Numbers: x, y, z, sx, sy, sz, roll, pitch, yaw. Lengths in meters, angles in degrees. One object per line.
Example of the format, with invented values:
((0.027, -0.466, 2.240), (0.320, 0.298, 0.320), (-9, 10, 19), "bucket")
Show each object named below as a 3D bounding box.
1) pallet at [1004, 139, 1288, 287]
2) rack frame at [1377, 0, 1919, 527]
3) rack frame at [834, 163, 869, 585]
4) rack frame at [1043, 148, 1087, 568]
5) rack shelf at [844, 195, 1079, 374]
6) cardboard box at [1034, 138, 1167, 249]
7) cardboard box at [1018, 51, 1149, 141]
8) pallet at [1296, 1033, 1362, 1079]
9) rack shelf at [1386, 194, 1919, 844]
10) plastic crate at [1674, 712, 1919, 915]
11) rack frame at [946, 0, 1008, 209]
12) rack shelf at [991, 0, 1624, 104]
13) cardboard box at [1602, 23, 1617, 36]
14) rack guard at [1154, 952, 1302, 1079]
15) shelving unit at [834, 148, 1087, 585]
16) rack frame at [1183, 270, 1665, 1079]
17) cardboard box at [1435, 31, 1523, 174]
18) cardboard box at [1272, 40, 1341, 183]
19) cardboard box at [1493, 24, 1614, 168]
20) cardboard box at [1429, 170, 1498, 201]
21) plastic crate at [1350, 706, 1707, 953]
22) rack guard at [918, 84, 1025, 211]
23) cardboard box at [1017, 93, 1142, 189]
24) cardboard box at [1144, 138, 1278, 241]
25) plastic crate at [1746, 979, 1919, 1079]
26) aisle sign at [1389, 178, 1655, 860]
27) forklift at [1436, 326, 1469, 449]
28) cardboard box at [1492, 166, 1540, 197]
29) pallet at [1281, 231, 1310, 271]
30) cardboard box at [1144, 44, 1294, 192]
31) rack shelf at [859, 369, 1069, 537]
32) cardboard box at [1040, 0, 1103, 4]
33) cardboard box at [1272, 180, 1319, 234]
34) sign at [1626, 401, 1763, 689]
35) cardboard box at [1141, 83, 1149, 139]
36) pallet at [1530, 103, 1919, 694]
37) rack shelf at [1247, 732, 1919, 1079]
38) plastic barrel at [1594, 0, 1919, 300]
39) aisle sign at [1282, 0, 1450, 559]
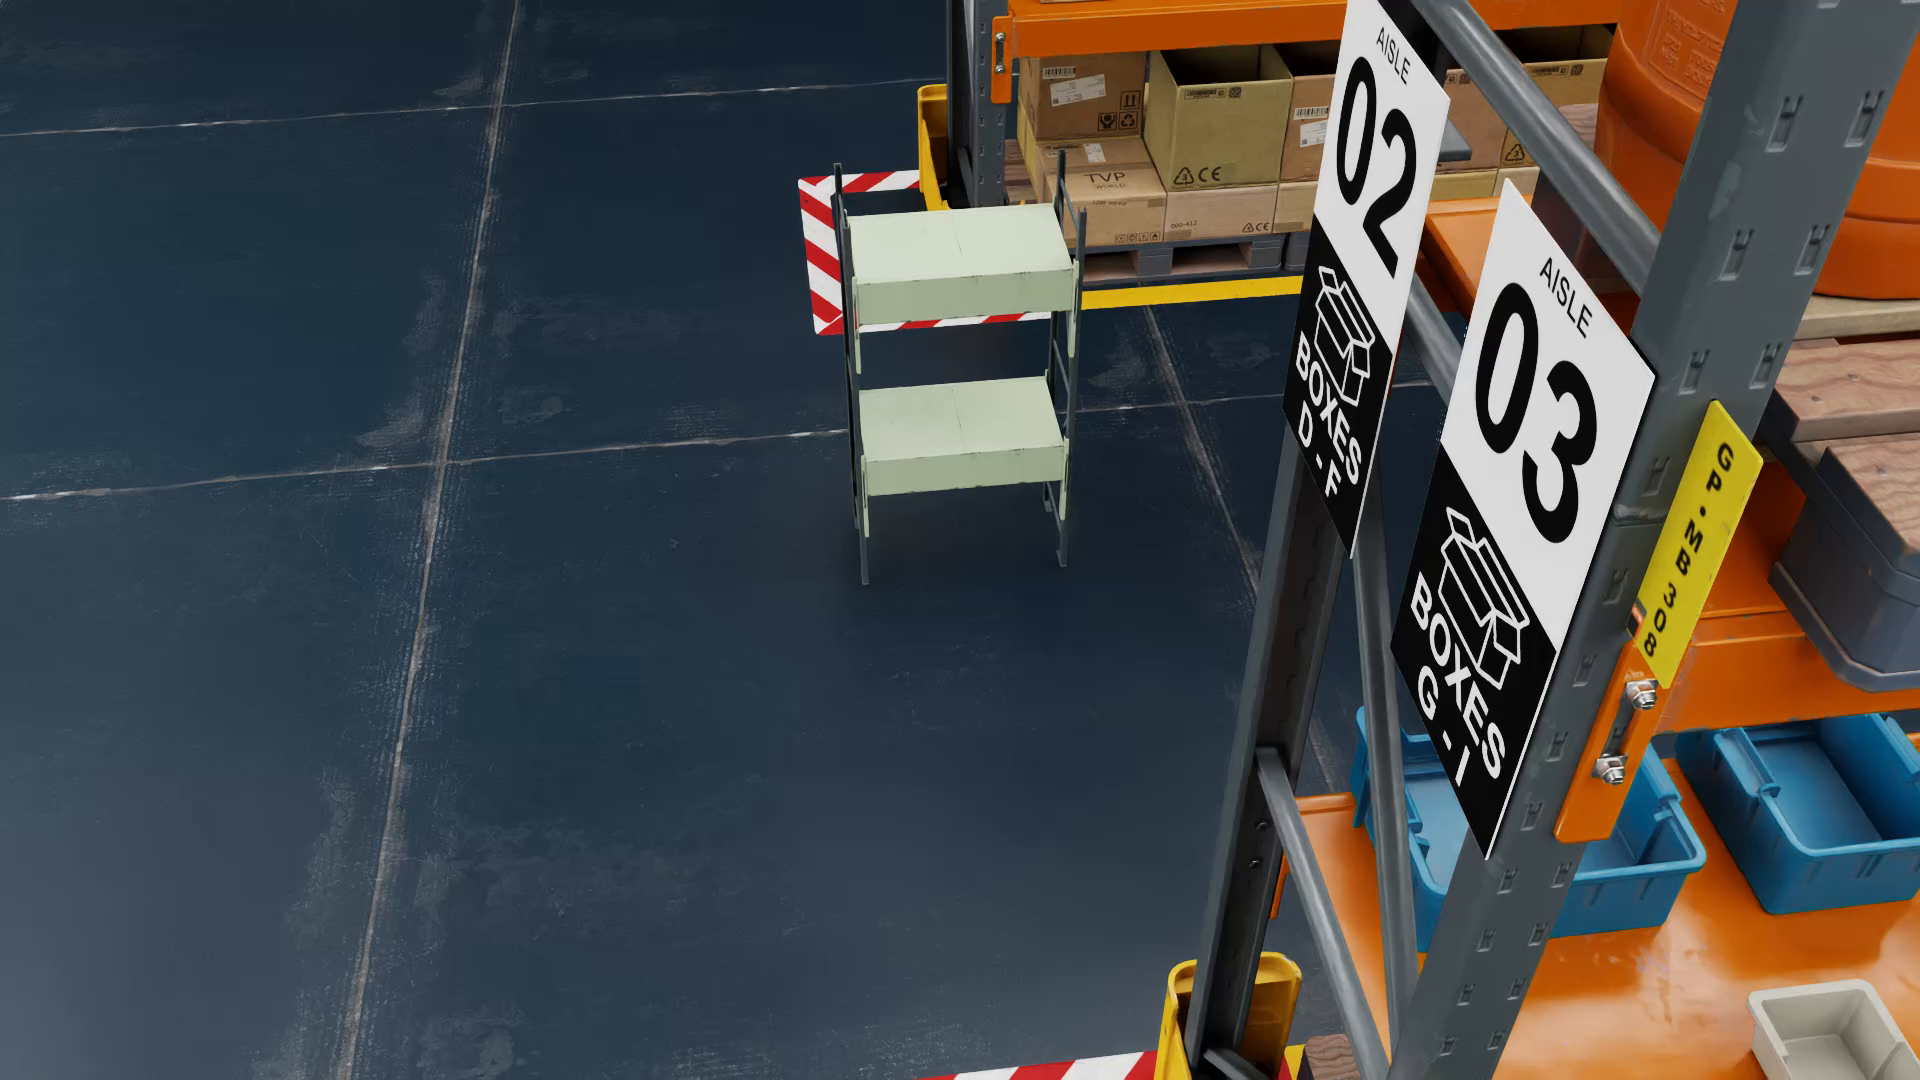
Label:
((0.815, -1.586, 7.851), (1.213, 0.211, 1.003), (-5, 42, -6), "pallet")
((0.701, -1.465, 1.155), (0.127, 3.000, 1.000), (-5, 42, -6), "rack frame")
((-0.370, -0.525, 5.712), (0.023, 1.500, 0.400), (-5, 42, -6), "rack frame")
((0.356, -0.588, 5.782), (0.023, 1.500, 0.400), (-5, 42, -6), "rack frame")
((-0.007, -0.846, 5.486), (0.720, 0.370, 0.431), (-5, 42, -6), "rack shelf")
((0.623, -1.561, 7.480), (0.500, 0.250, 0.500), (-5, 42, -6), "cardboard box")
((0.556, -2.185, 7.612), (0.500, 0.500, 0.500), (-5, 42, -6), "cardboard box")
((1.577, 1.693, 4.215), (1.213, 0.211, 1.003), (-5, 42, -6), "pallet")
((2.684, -0.258, 2.594), (4.000, 0.370, 1.077), (-5, 42, -6), "rack shelf")
((1.803, 0.523, 3.541), (0.408, 0.251, 0.499), (-5, 42, -6), "plastic crate")
((0.063, -2.527, 6.812), (0.127, 3.000, 1.000), (-5, 42, -6), "rack frame")
((2.046, -2.434, 7.246), (4.000, 0.370, 1.077), (-5, 42, -6), "rack shelf")
((3.100, -2.067, 7.481), (0.500, 0.500, 0.500), (-5, 42, -6), "cardboard box")
((0.770, 1.653, 4.044), (0.348, 0.500, 1.175), (-5, 42, -6), "rack guard")
((-0.007, -0.556, 5.747), (0.755, 1.500, 0.431), (-5, 42, -6), "shelving unit")
((0.701, 0.763, 3.165), (0.127, 3.000, 1.000), (-5, 42, -6), "rack frame")
((2.111, -1.968, 7.372), (0.500, 0.500, 0.500), (-5, 42, -6), "cardboard box")
((1.613, -1.936, 7.336), (0.500, 0.500, 0.500), (-5, 42, -6), "cardboard box")
((2.605, -2.021, 7.430), (0.500, 0.500, 0.500), (-5, 42, -6), "cardboard box")
((2.111, -1.690, 7.624), (0.500, 0.250, 0.500), (-5, 42, -6), "cardboard box")
((1.159, 0.576, 3.483), (0.616, 0.251, 0.499), (-5, 42, -6), "plastic crate")
((0.039, -1.597, 7.647), (0.348, 0.500, 1.175), (-5, 42, -6), "rack guard")
((0.556, -1.905, 7.862), (0.500, 0.250, 0.500), (-5, 42, -6), "cardboard box")
((1.119, -1.607, 7.531), (0.500, 0.250, 0.500), (-5, 42, -6), "cardboard box")
((1.630, 0.997, 3.102), (0.250, 0.136, 0.298), (-5, 42, -6), "plastic crate")
((0.668, -0.002, 2.071), (0.004, 0.787, 0.394), (-5, 42, -6), "aisle sign")
((3.432, -1.246, 5.444), (3.031, 2.935, 1.130), (-5, 42, -6), "forklift")
((2.606, -1.734, 7.672), (0.500, 0.250, 0.500), (-5, 42, -6), "cardboard box")
((2.023, -1.690, 7.966), (1.213, 0.211, 1.003), (-5, 42, -6), "pallet")
((1.119, -1.884, 7.279), (0.500, 0.500, 0.500), (-5, 42, -6), "cardboard box")
((-0.007, -0.314, 5.965), (0.720, 0.370, 0.431), (-5, 42, -6), "rack shelf")
((0.527, -2.596, 6.814), (0.500, 0.500, 0.700), (-5, 42, -6), "cardboard box")
((1.614, -1.650, 7.579), (0.500, 0.250, 0.500), (-5, 42, -6), "cardboard box")
((0.768, 0.011, 1.752), (0.005, 0.325, 0.100), (-5, 42, -6), "sign")
((1.050, -1.956, 7.919), (0.500, 0.250, 0.500), (-5, 42, -6), "cardboard box")
((1.534, -0.288, 2.231), (1.213, 0.211, 1.003), (-5, 42, -6), "pallet")
((2.684, 0.856, 3.598), (4.000, 0.370, 1.077), (-5, 42, -6), "rack shelf")
((1.167, -0.793, 2.016), (0.708, 0.830, 0.600), (-5, 42, -6), "plastic barrel")
((0.591, -0.394, 2.506), (0.004, 0.787, 0.394), (-5, 42, -6), "aisle sign")
